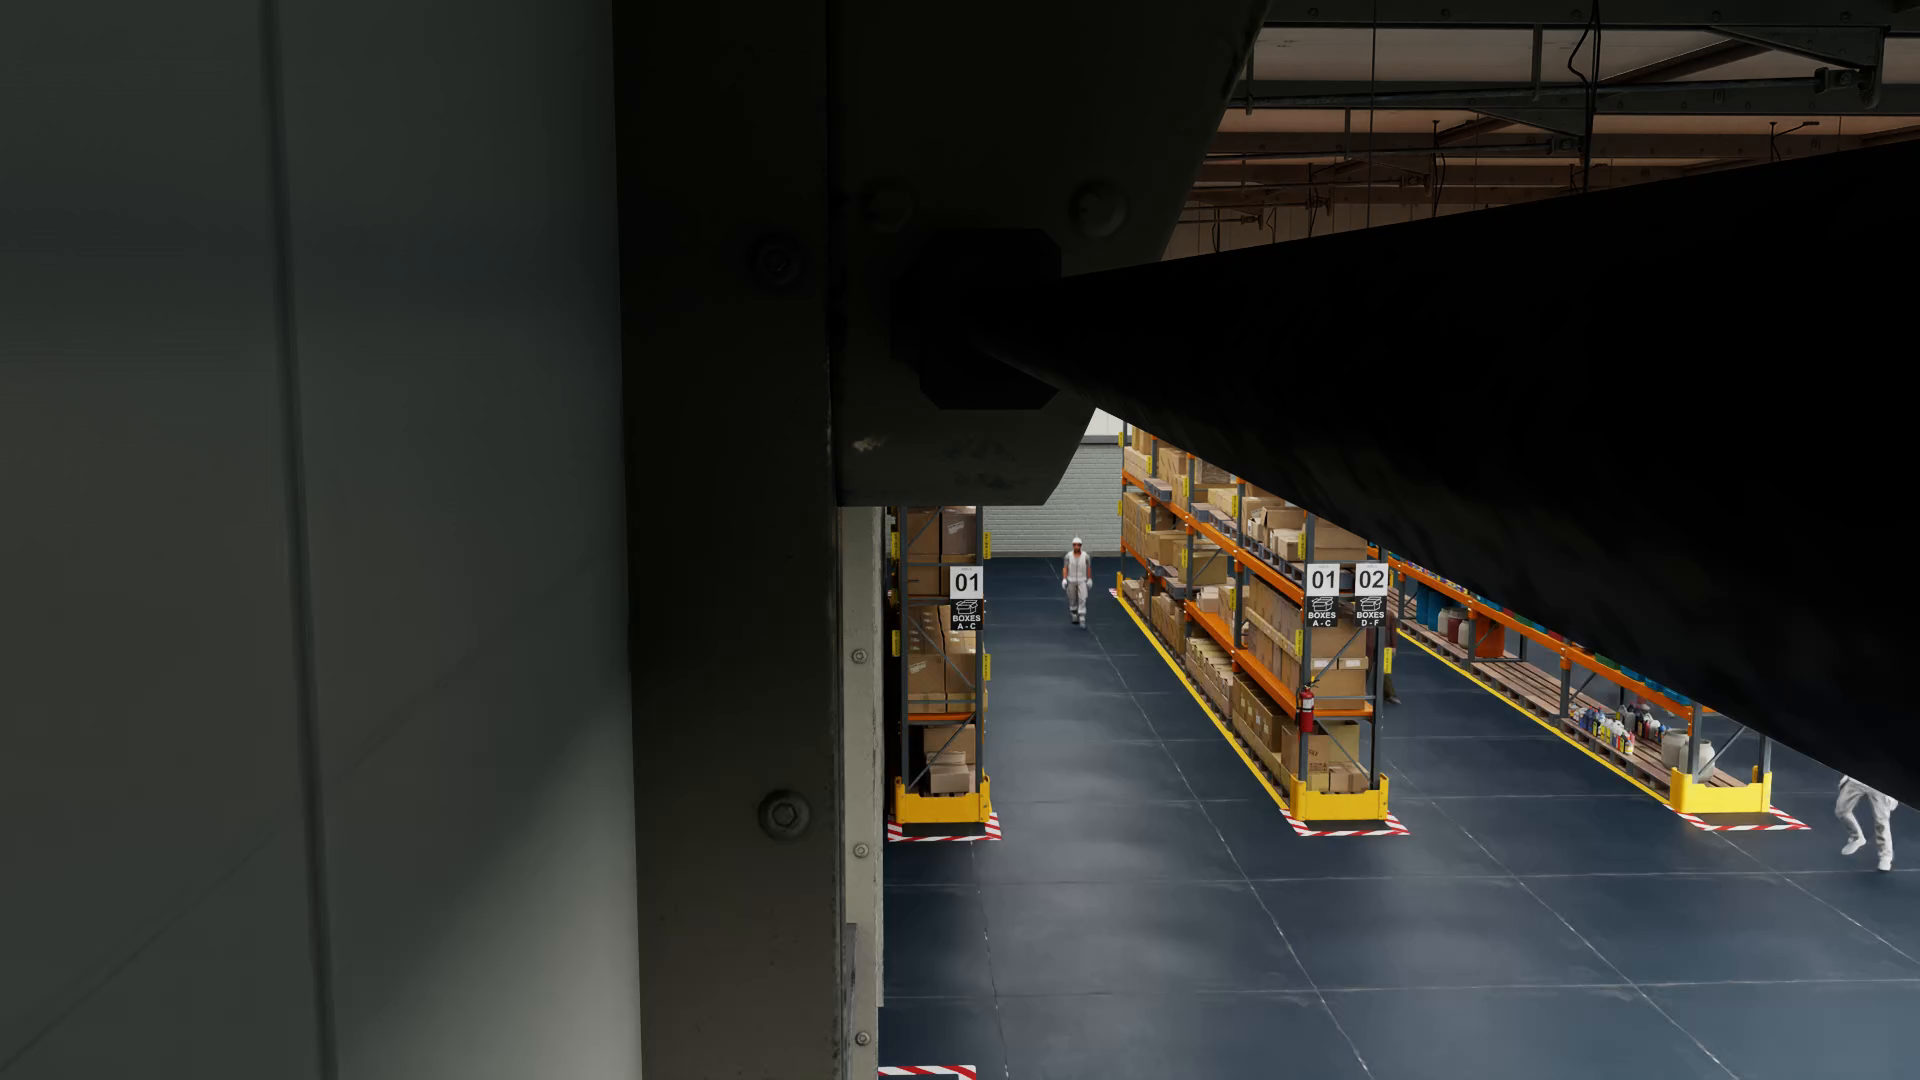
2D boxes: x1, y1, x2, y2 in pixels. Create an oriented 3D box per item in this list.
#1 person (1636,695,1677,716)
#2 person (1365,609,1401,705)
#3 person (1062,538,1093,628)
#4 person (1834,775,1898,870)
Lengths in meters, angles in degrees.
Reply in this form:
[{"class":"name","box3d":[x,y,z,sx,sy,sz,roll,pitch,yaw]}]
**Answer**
[{"class":"person","box3d":[10.825,1.880,25.898,0.557,1.634,0.731,1,8,5]},{"class":"person","box3d":[6.703,1.718,26.577,0.697,1.717,1.090,-2,8,-11]},{"class":"person","box3d":[2.327,0.821,32.923,0.605,1.723,1.034,1,8,4]},{"class":"person","box3d":[10.342,2.794,18.877,0.423,1.783,0.664,-7,10,-40]}]
